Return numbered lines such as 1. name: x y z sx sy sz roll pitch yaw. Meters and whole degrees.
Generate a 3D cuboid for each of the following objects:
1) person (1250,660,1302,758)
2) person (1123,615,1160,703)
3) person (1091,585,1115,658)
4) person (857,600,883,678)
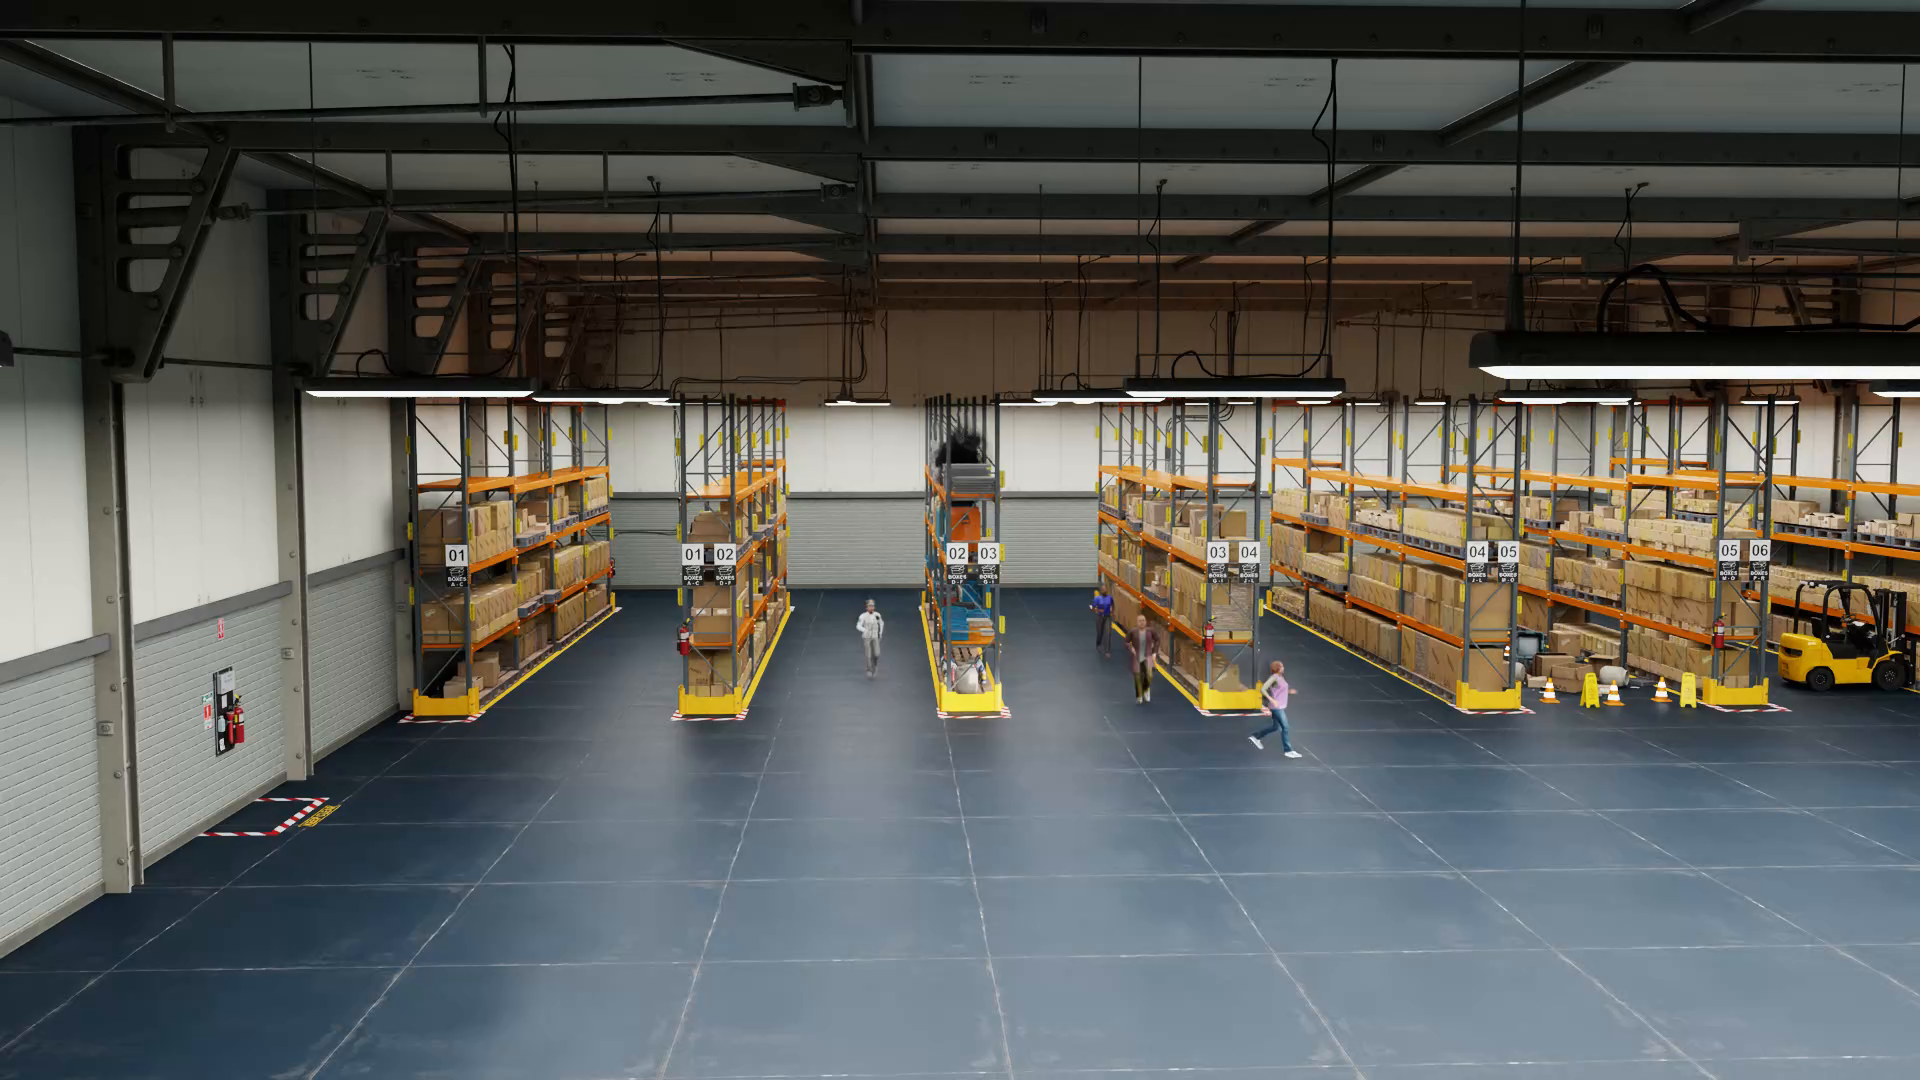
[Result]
1. person: 5.195 2.757 27.295 0.874 1.579 0.542 2 5 25
2. person: 3.519 2.314 32.139 0.720 1.726 0.715 0 5 3
3. person: 3.313 1.853 38.307 0.586 1.633 0.891 -1 5 -7
4. person: -1.890 2.095 35.334 0.609 1.676 0.628 -1 5 -12
